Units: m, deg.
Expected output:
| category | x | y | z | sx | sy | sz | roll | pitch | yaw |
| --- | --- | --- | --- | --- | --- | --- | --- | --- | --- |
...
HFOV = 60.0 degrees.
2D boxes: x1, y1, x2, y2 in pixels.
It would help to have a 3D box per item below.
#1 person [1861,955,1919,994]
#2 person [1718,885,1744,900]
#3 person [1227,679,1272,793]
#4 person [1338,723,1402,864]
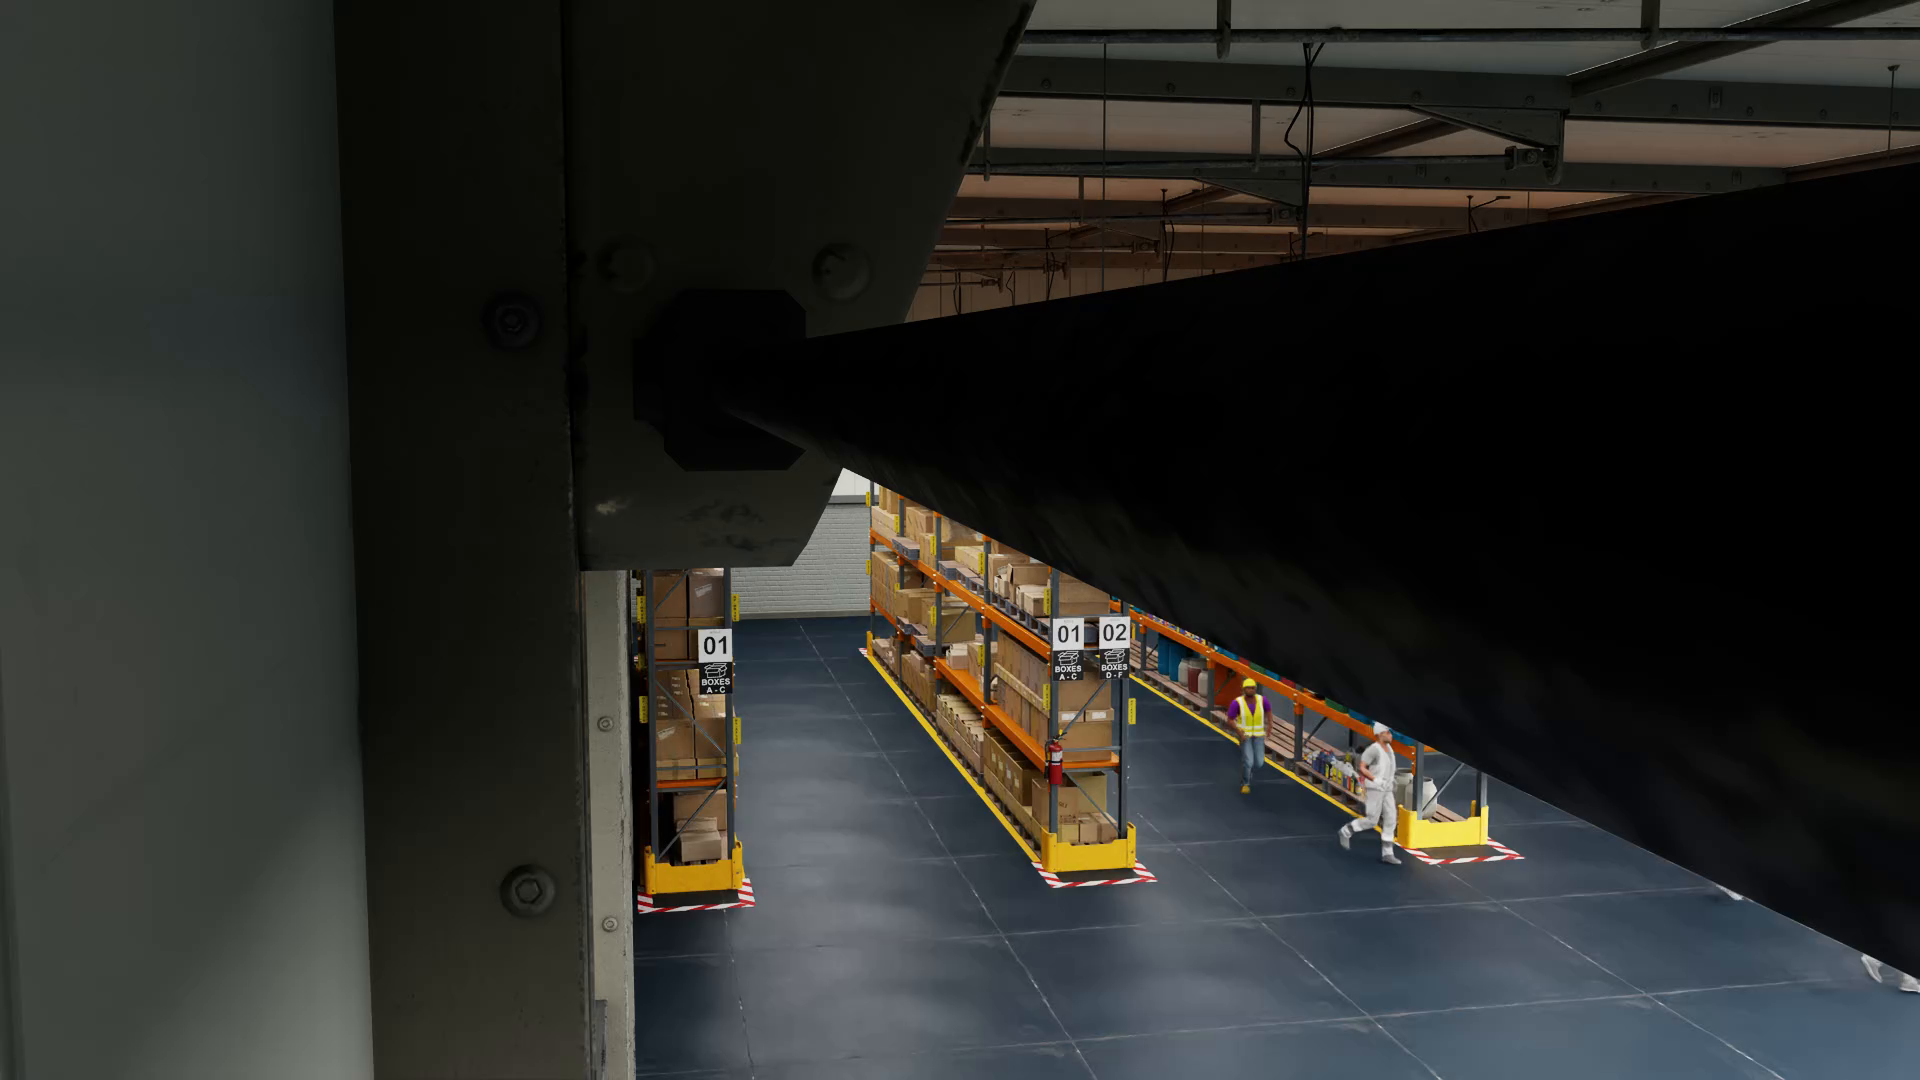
| category | x | y | z | sx | sy | sz | roll | pitch | yaw |
| --- | --- | --- | --- | --- | --- | --- | --- | --- | --- |
| person | 9.471 | 3.727 | 16.779 | 0.775 | 1.764 | 0.662 | 0 | 6 | 2 |
| person | 9.470 | 3.405 | 19.530 | 0.979 | 1.759 | 0.706 | 3 | 7 | 24 |
| person | 4.315 | 2.901 | 24.727 | 0.721 | 1.726 | 0.654 | -1 | 6 | -7 |
| person | 5.417 | 3.221 | 21.428 | 0.719 | 1.741 | 0.928 | -5 | 8 | -42 |
